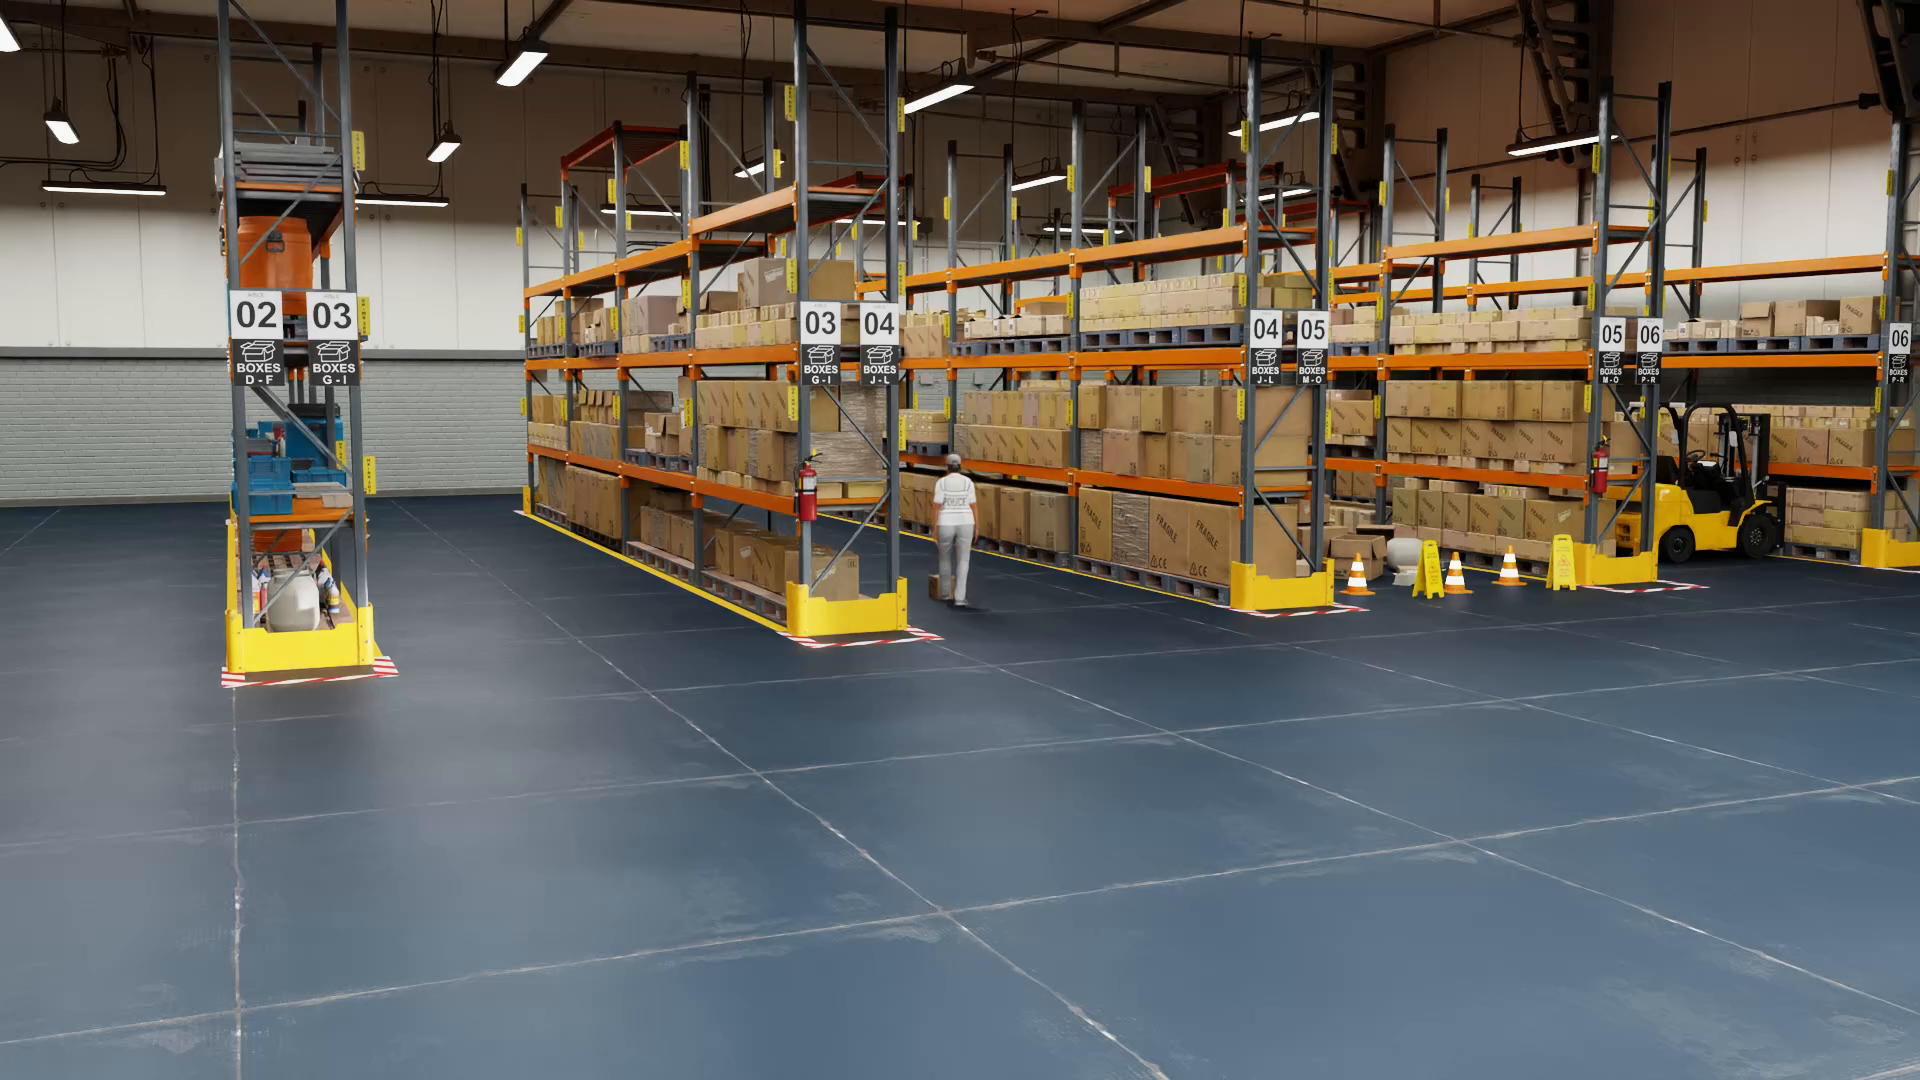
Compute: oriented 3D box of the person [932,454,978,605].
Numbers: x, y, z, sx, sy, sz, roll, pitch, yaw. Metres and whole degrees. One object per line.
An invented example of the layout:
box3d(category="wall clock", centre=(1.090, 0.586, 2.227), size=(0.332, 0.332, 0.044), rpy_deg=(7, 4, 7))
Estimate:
box3d(category="person", centre=(-0.048, -0.124, 18.245), size=(0.501, 1.650, 0.760), rpy_deg=(0, 6, 1))
